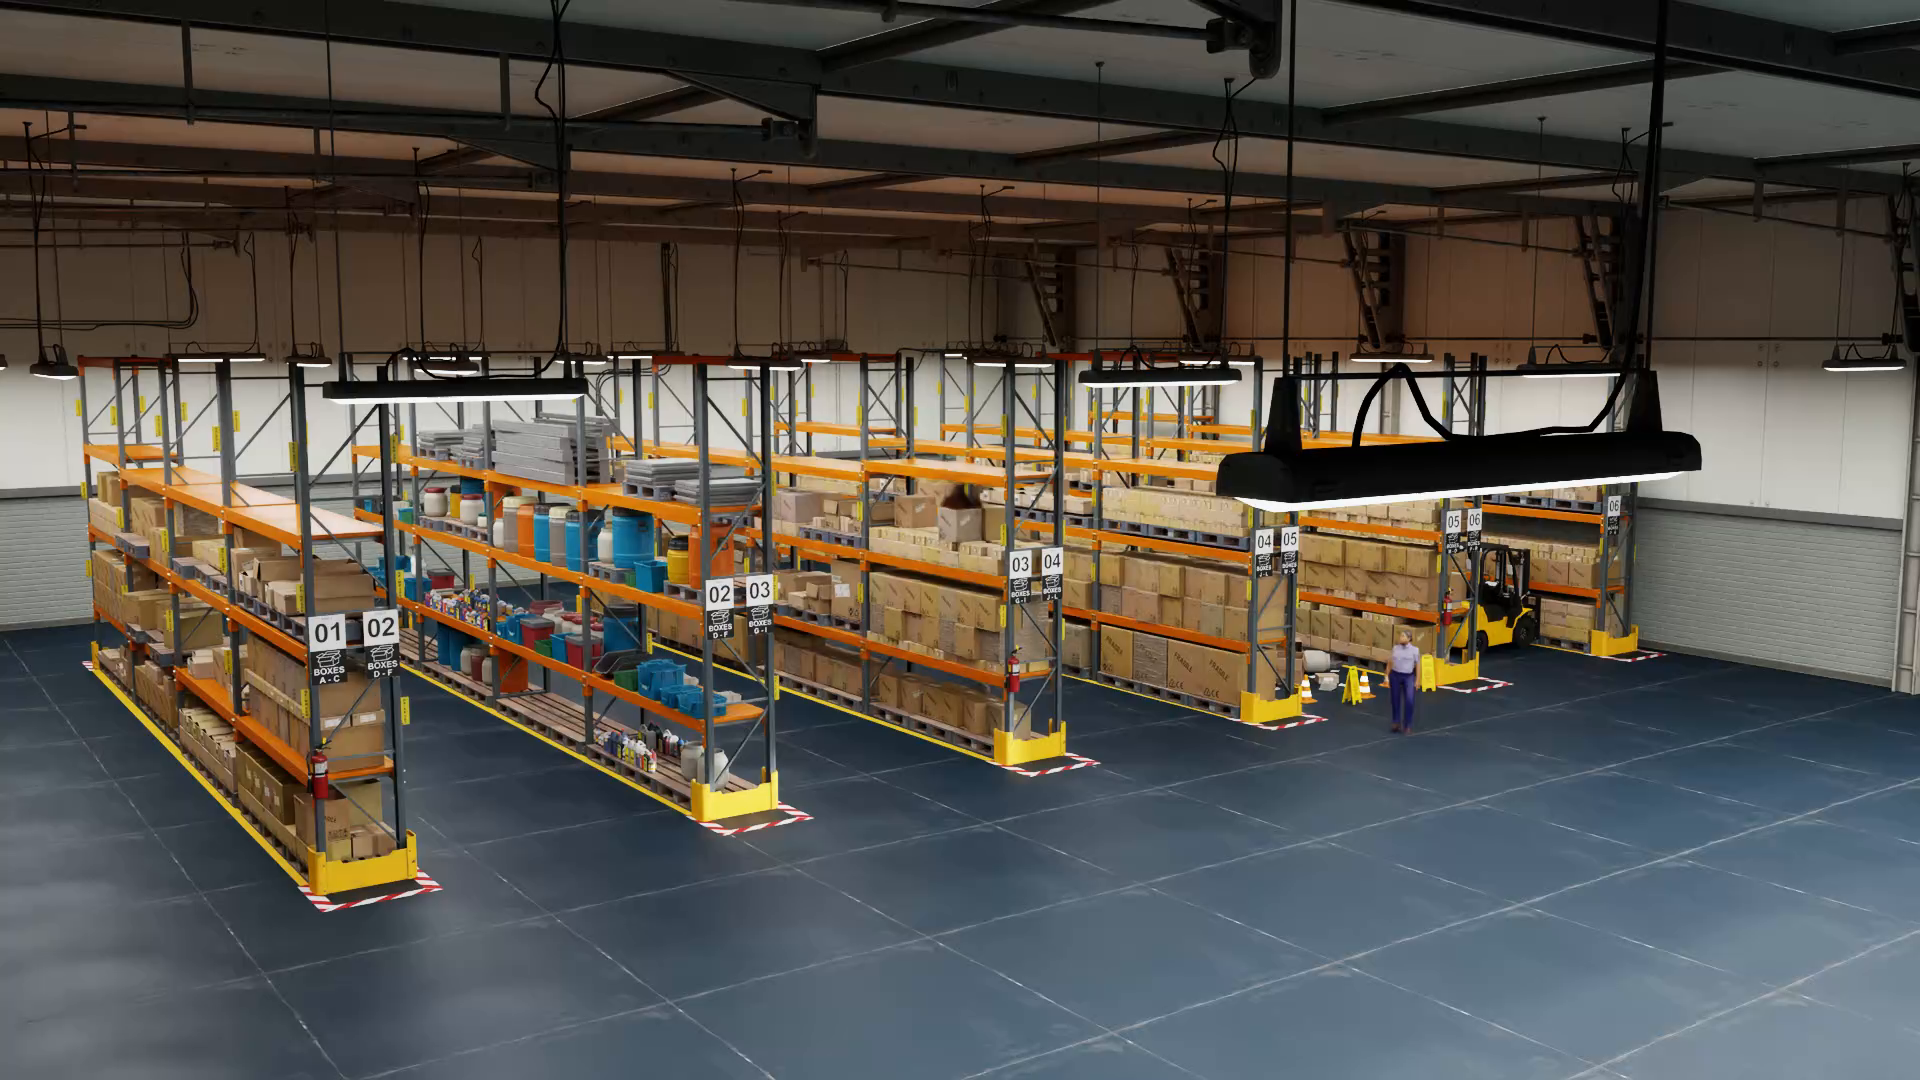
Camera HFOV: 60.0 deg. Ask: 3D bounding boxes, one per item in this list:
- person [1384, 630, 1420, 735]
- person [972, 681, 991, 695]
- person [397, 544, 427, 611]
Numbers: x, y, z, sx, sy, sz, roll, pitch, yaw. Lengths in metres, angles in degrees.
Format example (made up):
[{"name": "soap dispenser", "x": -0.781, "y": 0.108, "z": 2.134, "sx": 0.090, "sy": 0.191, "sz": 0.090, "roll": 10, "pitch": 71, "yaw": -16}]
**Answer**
[{"name": "person", "x": 7.121, "y": 2.315, "z": 26.817, "sx": 0.563, "sy": 1.718, "sz": 0.503, "roll": 1, "pitch": 7, "yaw": 11}, {"name": "person", "x": 0.438, "y": 2.057, "z": 28.426, "sx": 0.589, "sy": 1.755, "sz": 0.941, "roll": -5, "pitch": 8, "yaw": -34}, {"name": "person", "x": -12.474, "y": 0.893, "z": 38.111, "sx": 0.907, "sy": 1.631, "sz": 0.545, "roll": -3, "pitch": 8, "yaw": -23}]
